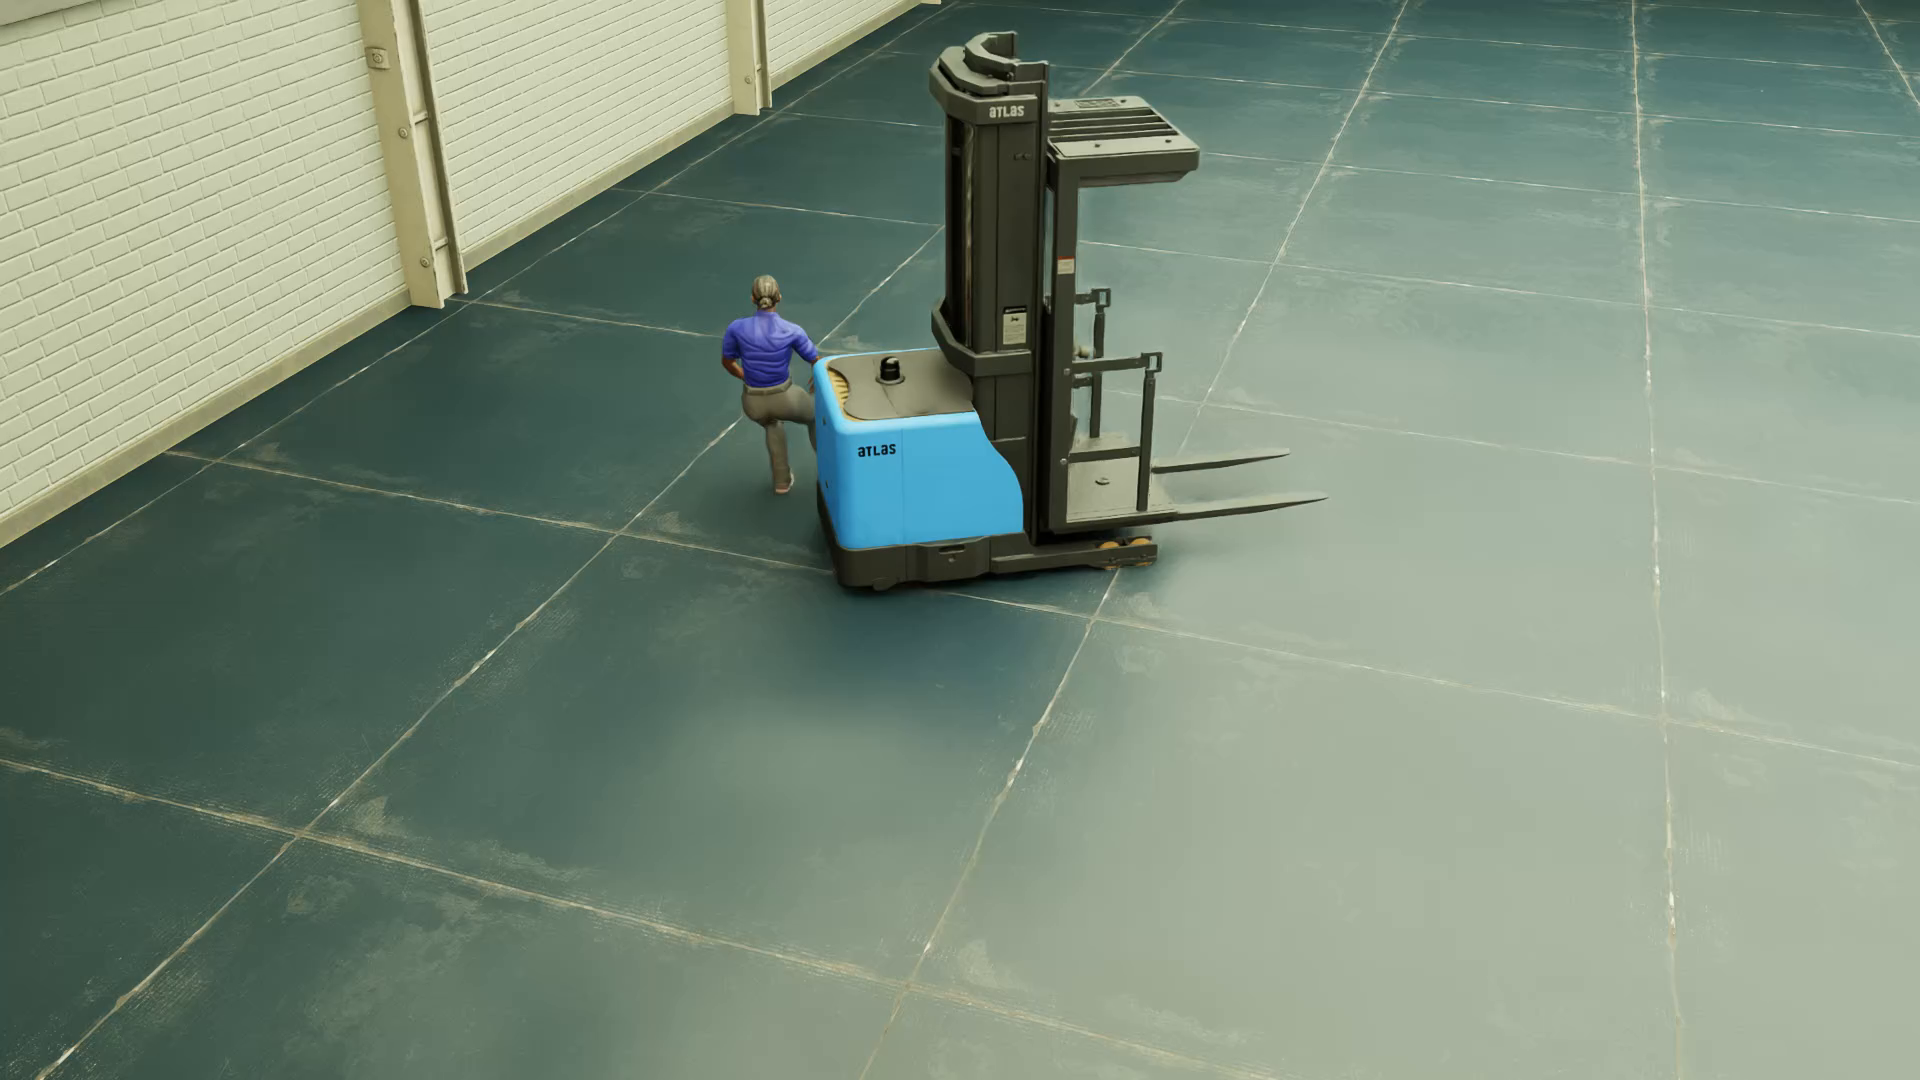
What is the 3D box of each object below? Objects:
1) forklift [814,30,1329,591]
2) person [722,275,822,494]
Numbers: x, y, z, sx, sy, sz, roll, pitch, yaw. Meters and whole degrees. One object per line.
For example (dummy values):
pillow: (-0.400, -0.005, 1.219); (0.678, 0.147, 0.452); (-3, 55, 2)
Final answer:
forklift: (0.696, -1.345, 9.496); (3.031, 2.935, 1.130); (-6, 30, -10)
person: (-1.090, -0.959, 10.304); (0.681, 1.547, 0.631); (2, 30, 3)
